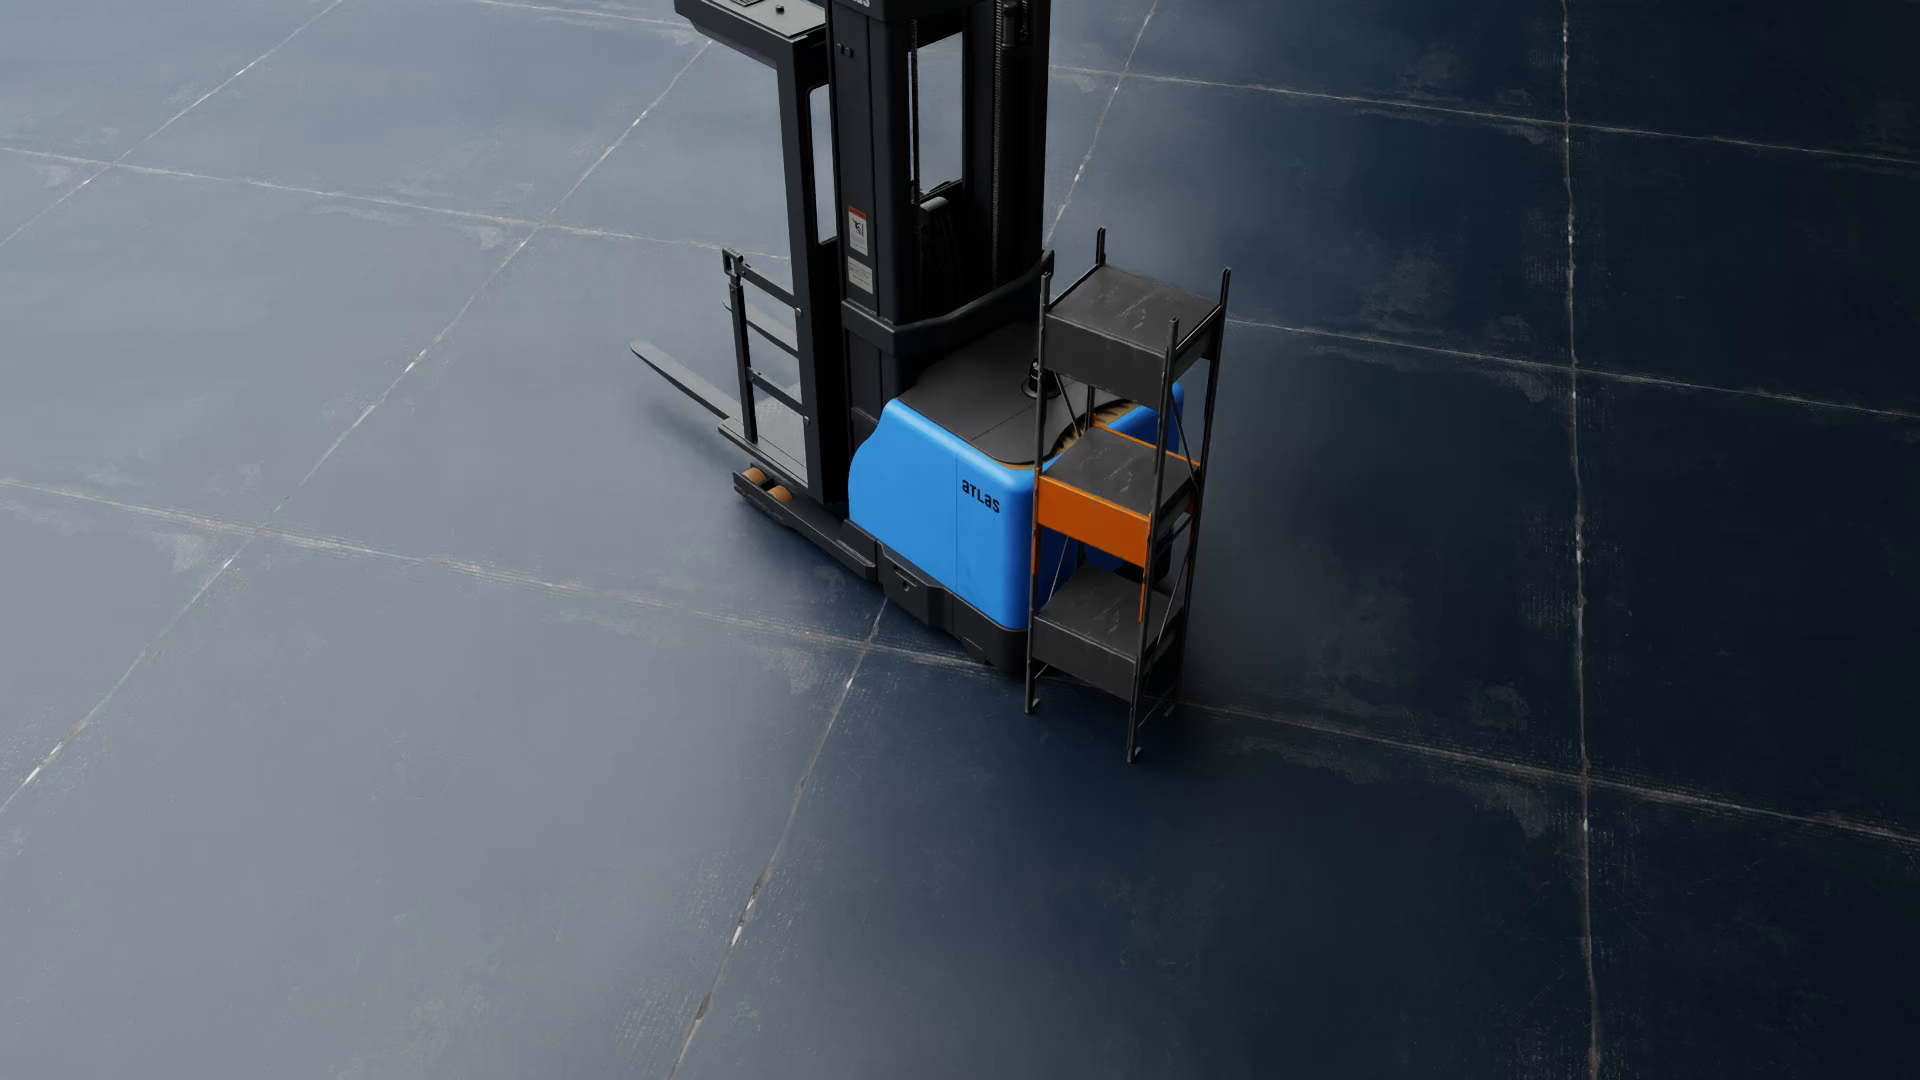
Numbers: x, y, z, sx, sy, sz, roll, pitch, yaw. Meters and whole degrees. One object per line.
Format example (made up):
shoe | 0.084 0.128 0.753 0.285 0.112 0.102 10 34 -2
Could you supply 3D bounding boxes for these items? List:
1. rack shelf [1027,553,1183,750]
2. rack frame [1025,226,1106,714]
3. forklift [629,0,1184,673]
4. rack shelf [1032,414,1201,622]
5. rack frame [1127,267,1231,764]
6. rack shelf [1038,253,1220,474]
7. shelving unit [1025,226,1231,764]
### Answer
rack shelf | 0.591 0.446 6.717 0.480 0.518 0.431 24 46 25
rack frame | 0.390 -0.186 6.359 0.015 2.100 0.400 24 46 25
forklift | -0.435 -1.415 7.180 1.130 2.935 3.031 -32 49 -32
rack shelf | 0.592 -0.087 6.264 0.480 0.518 0.431 24 46 25
rack frame | 0.794 -0.009 6.151 0.015 2.100 0.400 24 46 25
rack shelf | 0.592 -0.621 5.811 0.480 0.518 0.431 24 46 25
shelving unit | 0.592 -0.098 6.255 0.503 2.100 0.431 24 46 25
